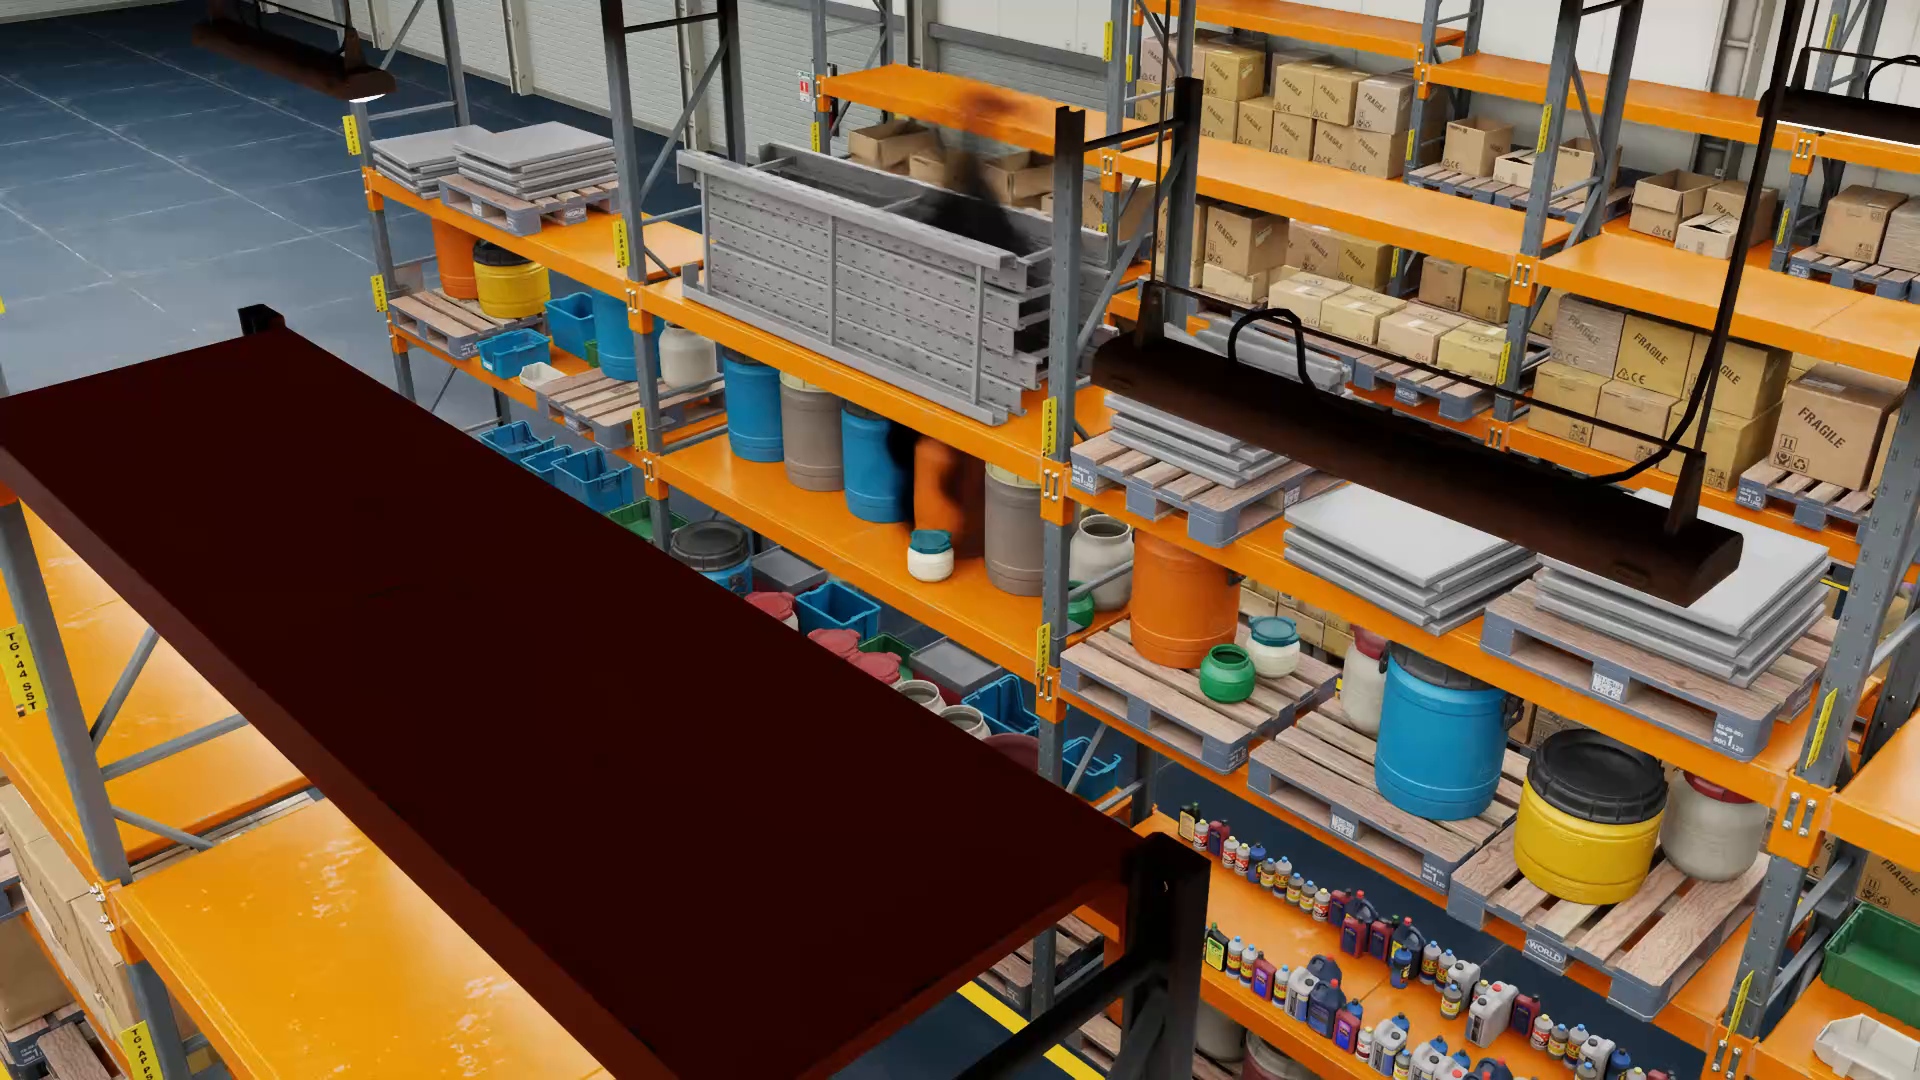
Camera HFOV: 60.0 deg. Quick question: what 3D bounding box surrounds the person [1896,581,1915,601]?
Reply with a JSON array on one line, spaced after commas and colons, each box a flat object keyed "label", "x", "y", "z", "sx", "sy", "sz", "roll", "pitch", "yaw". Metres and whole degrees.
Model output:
[{"label": "person", "x": 7.608, "y": 0.773, "z": 13.718, "sx": 0.511, "sy": 1.570, "sz": 0.636, "roll": -21, "pitch": 35, "yaw": -34}]

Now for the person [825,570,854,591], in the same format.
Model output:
[{"label": "person", "x": -1.042, "y": 0.218, "z": 14.596, "sx": 0.642, "sy": 1.737, "sz": 0.936, "roll": -10, "pitch": 30, "yaw": -18}]
